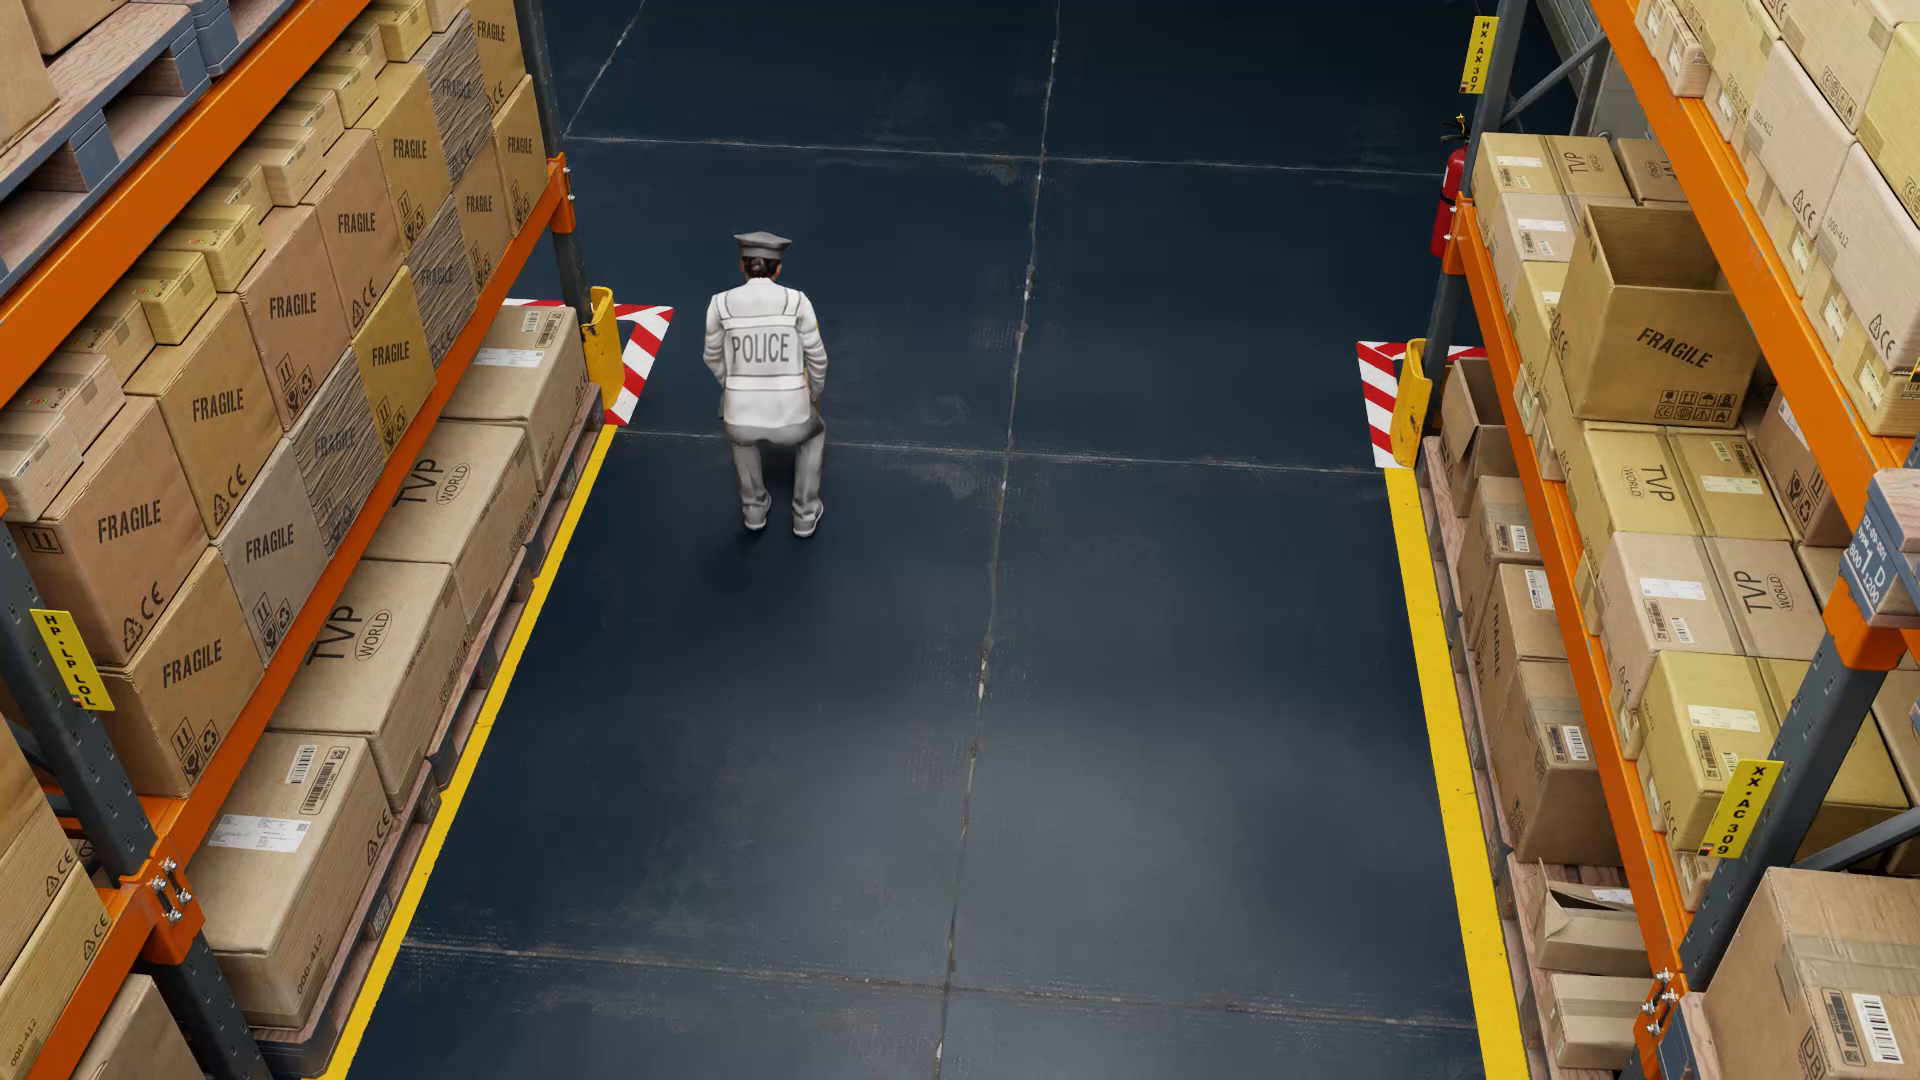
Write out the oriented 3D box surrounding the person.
[{"bbox_3d":[-0.841,-0.570,7.290,0.504,1.074,0.814,2,40,2],"label":"person"}]
